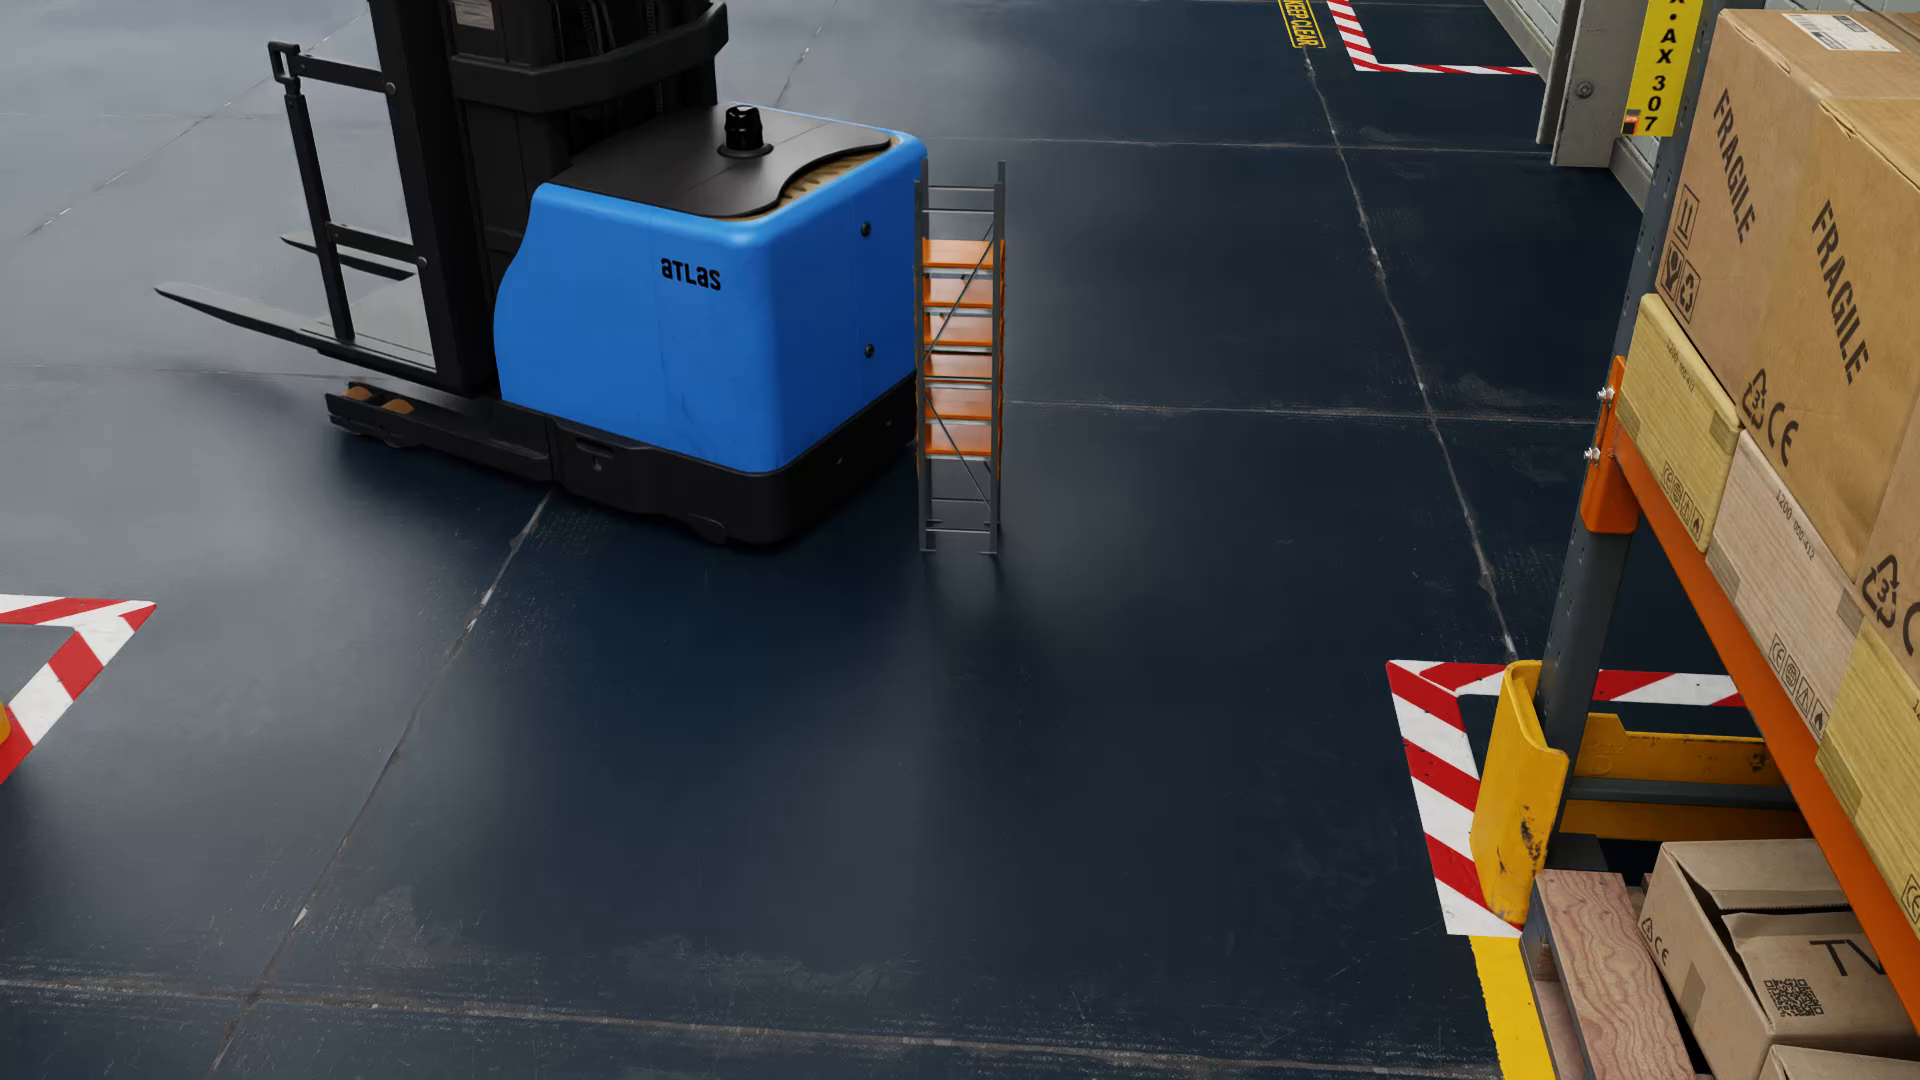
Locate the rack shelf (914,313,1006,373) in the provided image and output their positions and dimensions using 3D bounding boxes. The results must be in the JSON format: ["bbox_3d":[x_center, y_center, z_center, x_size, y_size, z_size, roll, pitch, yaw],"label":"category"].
[{"bbox_3d":[0.001,-0.583,4.908,0.258,0.103,0.180,2,32,4],"label":"rack shelf"}]

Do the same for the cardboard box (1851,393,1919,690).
[{"bbox_3d":[1.387,0.000,1.800,0.500,0.500,0.500,1,32,2],"label":"cardboard box"}]

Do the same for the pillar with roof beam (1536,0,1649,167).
[{"bbox_3d":[-1.173,-5.973,6.365,9.100,9.000,0.400,2,32,4],"label":"pillar with roof beam"}]

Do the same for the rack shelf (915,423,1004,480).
[{"bbox_3d":[0.001,-0.276,5.097,0.258,0.103,0.180,2,32,4],"label":"rack shelf"}]

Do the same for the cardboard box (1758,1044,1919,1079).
[{"bbox_3d":[1.631,1.113,2.729,0.500,0.311,0.500,5,32,8],"label":"cardboard box"}]

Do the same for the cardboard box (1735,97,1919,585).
[{"bbox_3d":[1.435,-0.270,2.238,0.500,0.500,0.500,3,32,4],"label":"cardboard box"}]

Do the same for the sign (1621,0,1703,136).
[{"bbox_3d":[1.283,-0.892,3.014,0.100,0.325,0.005,2,32,4],"label":"sign"}]

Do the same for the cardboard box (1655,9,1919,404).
[{"bbox_3d":[1.485,-0.528,2.657,0.500,0.500,0.500,2,32,4],"label":"cardboard box"}]

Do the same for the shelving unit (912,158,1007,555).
[{"bbox_3d":[0.001,-0.518,4.947,0.258,1.200,0.189,2,32,4],"label":"shelving unit"}]

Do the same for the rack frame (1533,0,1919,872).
[{"bbox_3d":[1.824,-0.501,3.204,1.000,3.000,0.127,2,32,4],"label":"rack frame"}]

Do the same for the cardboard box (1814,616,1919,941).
[{"bbox_3d":[1.392,0.334,1.972,0.500,0.250,0.500,2,32,3],"label":"cardboard box"}]

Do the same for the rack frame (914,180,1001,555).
[{"bbox_3d":[-0.006,-0.471,4.870,0.240,1.200,0.006,2,32,4],"label":"rack frame"}]

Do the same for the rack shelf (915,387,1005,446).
[{"bbox_3d":[0.001,-0.378,5.034,0.258,0.103,0.180,2,32,4],"label":"rack shelf"}]

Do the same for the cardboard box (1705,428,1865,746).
[{"bbox_3d":[1.439,0.068,2.404,0.500,0.250,0.500,2,32,2],"label":"cardboard box"}]

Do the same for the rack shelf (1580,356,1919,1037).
[{"bbox_3d":[1.661,0.851,1.695,1.077,0.370,4.000,2,32,4],"label":"rack shelf"}]

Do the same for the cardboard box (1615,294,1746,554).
[{"bbox_3d":[1.467,-0.204,2.846,0.500,0.250,0.500,2,32,3],"label":"cardboard box"}]

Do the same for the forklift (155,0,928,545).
[{"bbox_3d":[-1.624,-1.788,5.357,3.031,2.935,1.130,17,35,25],"label":"forklift"}]

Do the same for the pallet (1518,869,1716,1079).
[{"bbox_3d":[1.716,1.149,3.184,1.003,0.211,1.213,2,32,4],"label":"pallet"}]

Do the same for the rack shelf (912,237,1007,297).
[{"bbox_3d":[0.001,-0.787,4.782,0.258,0.103,0.180,2,32,4],"label":"rack shelf"}]

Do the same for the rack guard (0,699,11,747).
[{"bbox_3d":[-3.112,0.341,4.220,1.175,0.500,0.348,2,32,4],"label":"rack guard"}]

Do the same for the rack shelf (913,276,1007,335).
[{"bbox_3d":[0.001,-0.685,4.845,0.258,0.103,0.180,2,32,4],"label":"rack shelf"}]

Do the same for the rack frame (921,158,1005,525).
[{"bbox_3d":[0.009,-0.566,5.025,0.240,1.200,0.006,2,32,4],"label":"rack frame"}]

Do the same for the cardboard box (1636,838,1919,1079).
[{"bbox_3d":[1.678,0.814,3.213,0.500,0.311,0.500,-1,32,-2],"label":"cardboard box"}]

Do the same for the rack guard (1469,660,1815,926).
[{"bbox_3d":[1.817,0.603,3.795,1.175,0.500,0.348,2,32,4],"label":"rack guard"}]

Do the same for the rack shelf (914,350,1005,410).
[{"bbox_3d":[0.001,-0.481,4.971,0.258,0.103,0.180,2,32,4],"label":"rack shelf"}]
